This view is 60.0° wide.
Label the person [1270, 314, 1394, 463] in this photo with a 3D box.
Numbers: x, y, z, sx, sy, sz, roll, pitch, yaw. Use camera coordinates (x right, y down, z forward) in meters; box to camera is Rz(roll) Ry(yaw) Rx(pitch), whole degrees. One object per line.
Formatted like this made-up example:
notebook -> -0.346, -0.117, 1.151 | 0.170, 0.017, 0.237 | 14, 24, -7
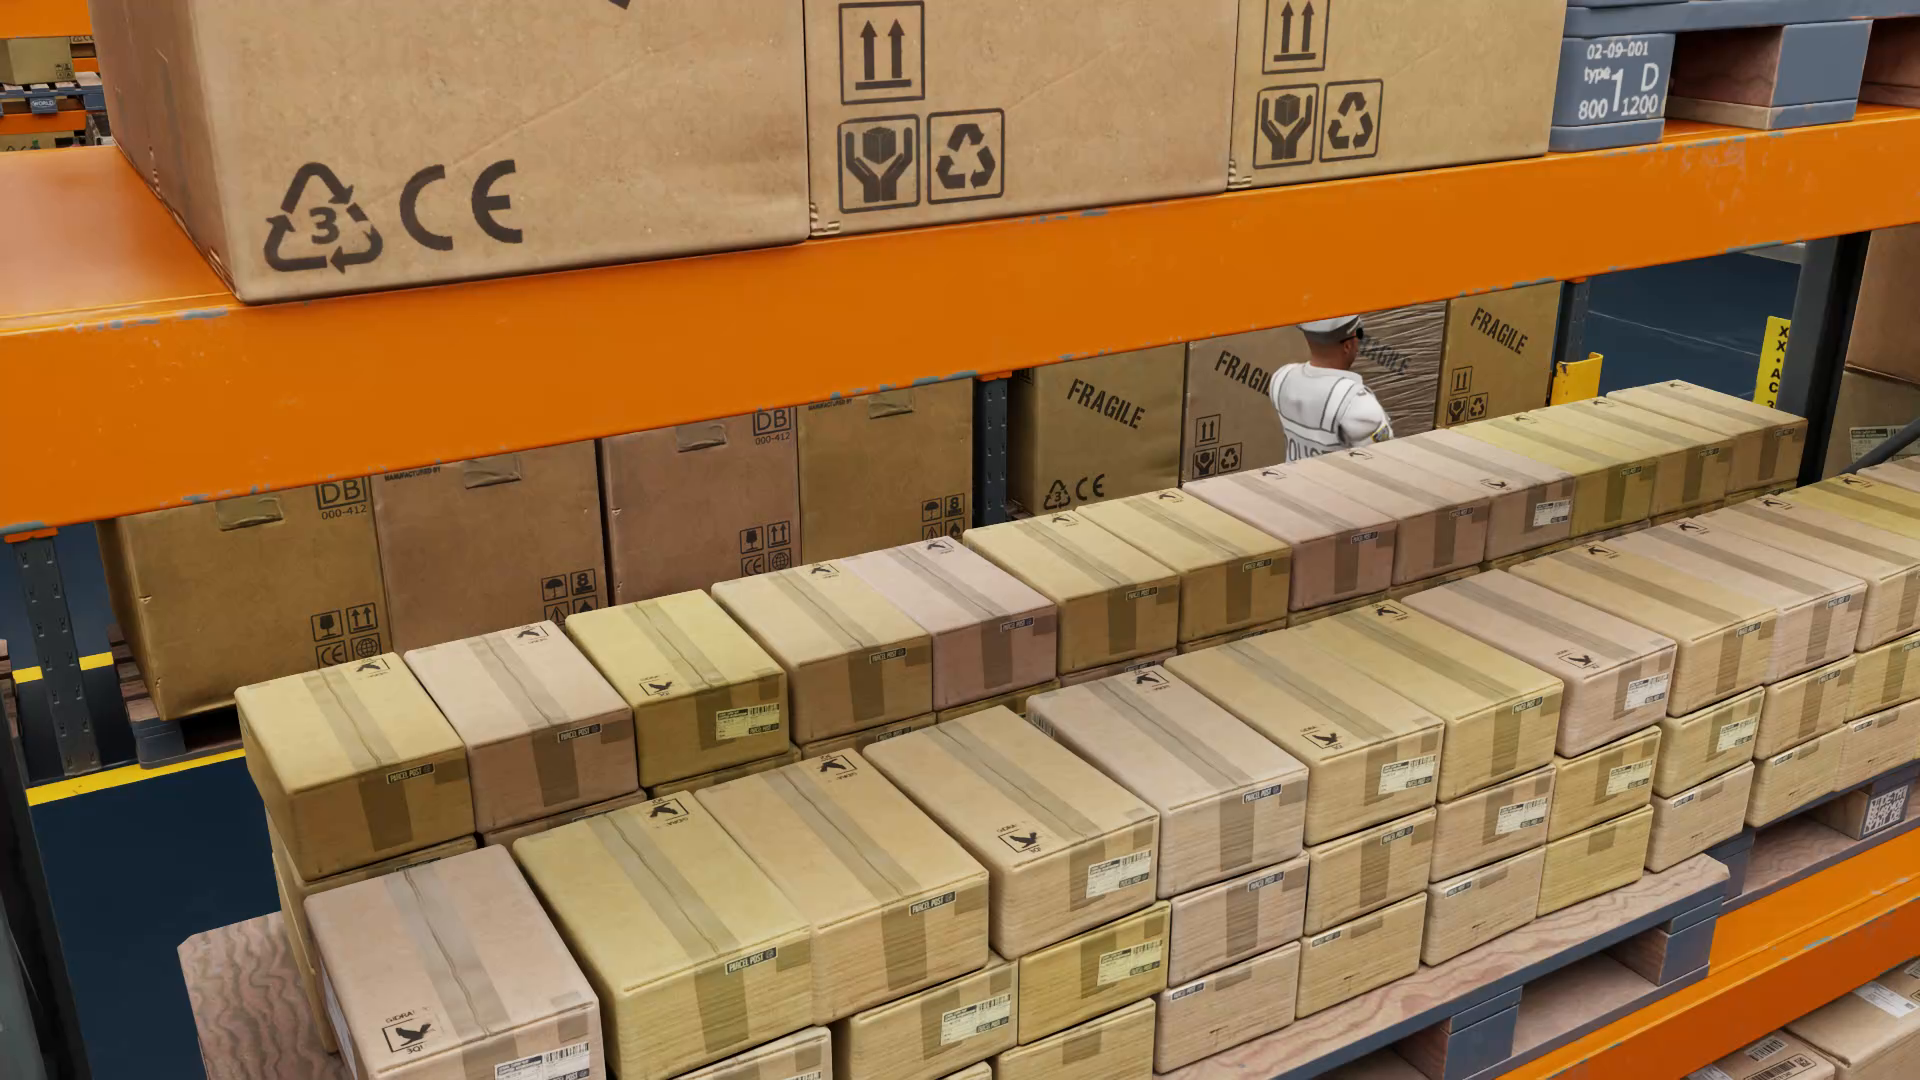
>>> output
person -> 1.453, -0.076, 6.257 | 0.565, 1.762, 0.494 | -12, 24, -27
